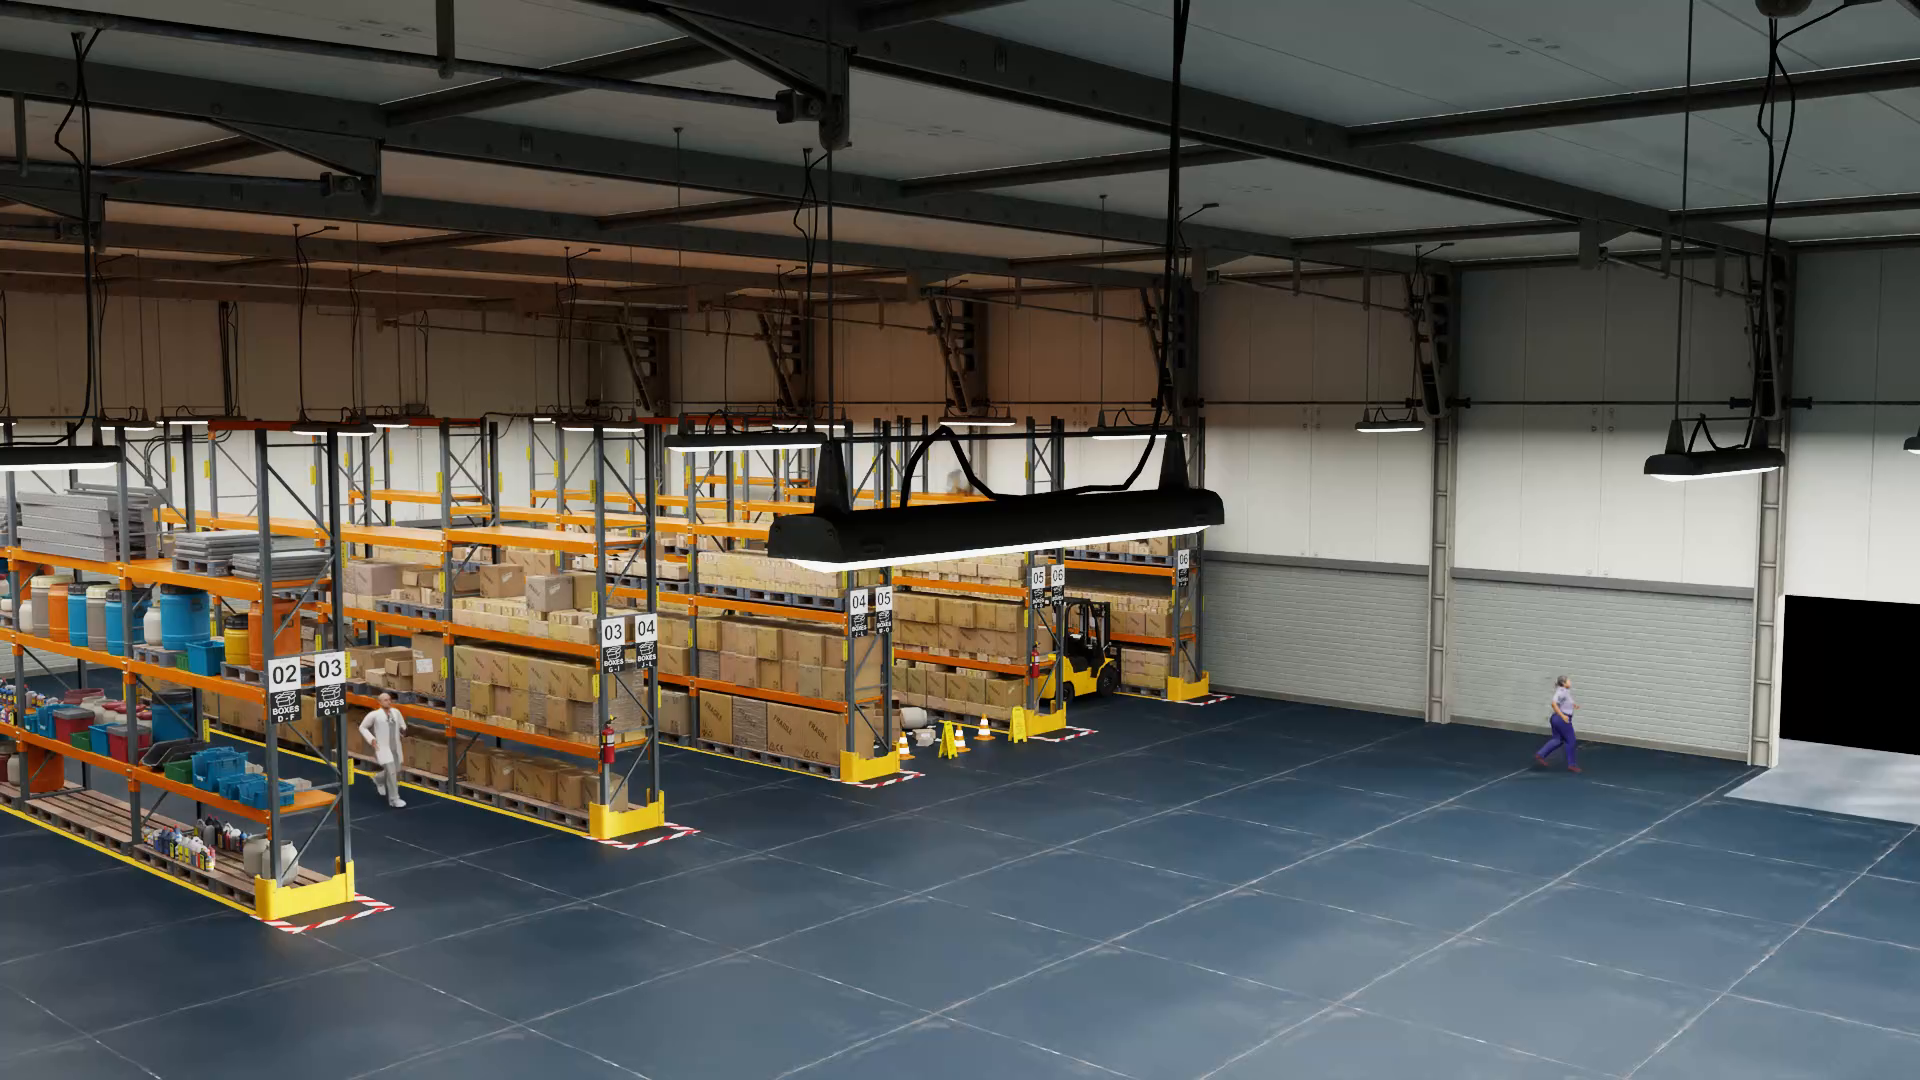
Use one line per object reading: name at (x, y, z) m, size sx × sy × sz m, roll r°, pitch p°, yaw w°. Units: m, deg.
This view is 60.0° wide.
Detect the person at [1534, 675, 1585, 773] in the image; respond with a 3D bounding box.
person at (10.298, 3.146, 28.517) m, size 0.813 × 1.665 × 0.602 m, roll 1°, pitch 5°, yaw 11°

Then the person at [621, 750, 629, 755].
person at (-6.259, 3.015, 30.019) m, size 0.739 × 1.730 × 0.619 m, roll 5°, pitch 7°, yaw 44°

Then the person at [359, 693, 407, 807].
person at (-8.985, 3.280, 26.099) m, size 0.919 × 1.752 × 0.719 m, roll 4°, pitch 6°, yaw 37°
